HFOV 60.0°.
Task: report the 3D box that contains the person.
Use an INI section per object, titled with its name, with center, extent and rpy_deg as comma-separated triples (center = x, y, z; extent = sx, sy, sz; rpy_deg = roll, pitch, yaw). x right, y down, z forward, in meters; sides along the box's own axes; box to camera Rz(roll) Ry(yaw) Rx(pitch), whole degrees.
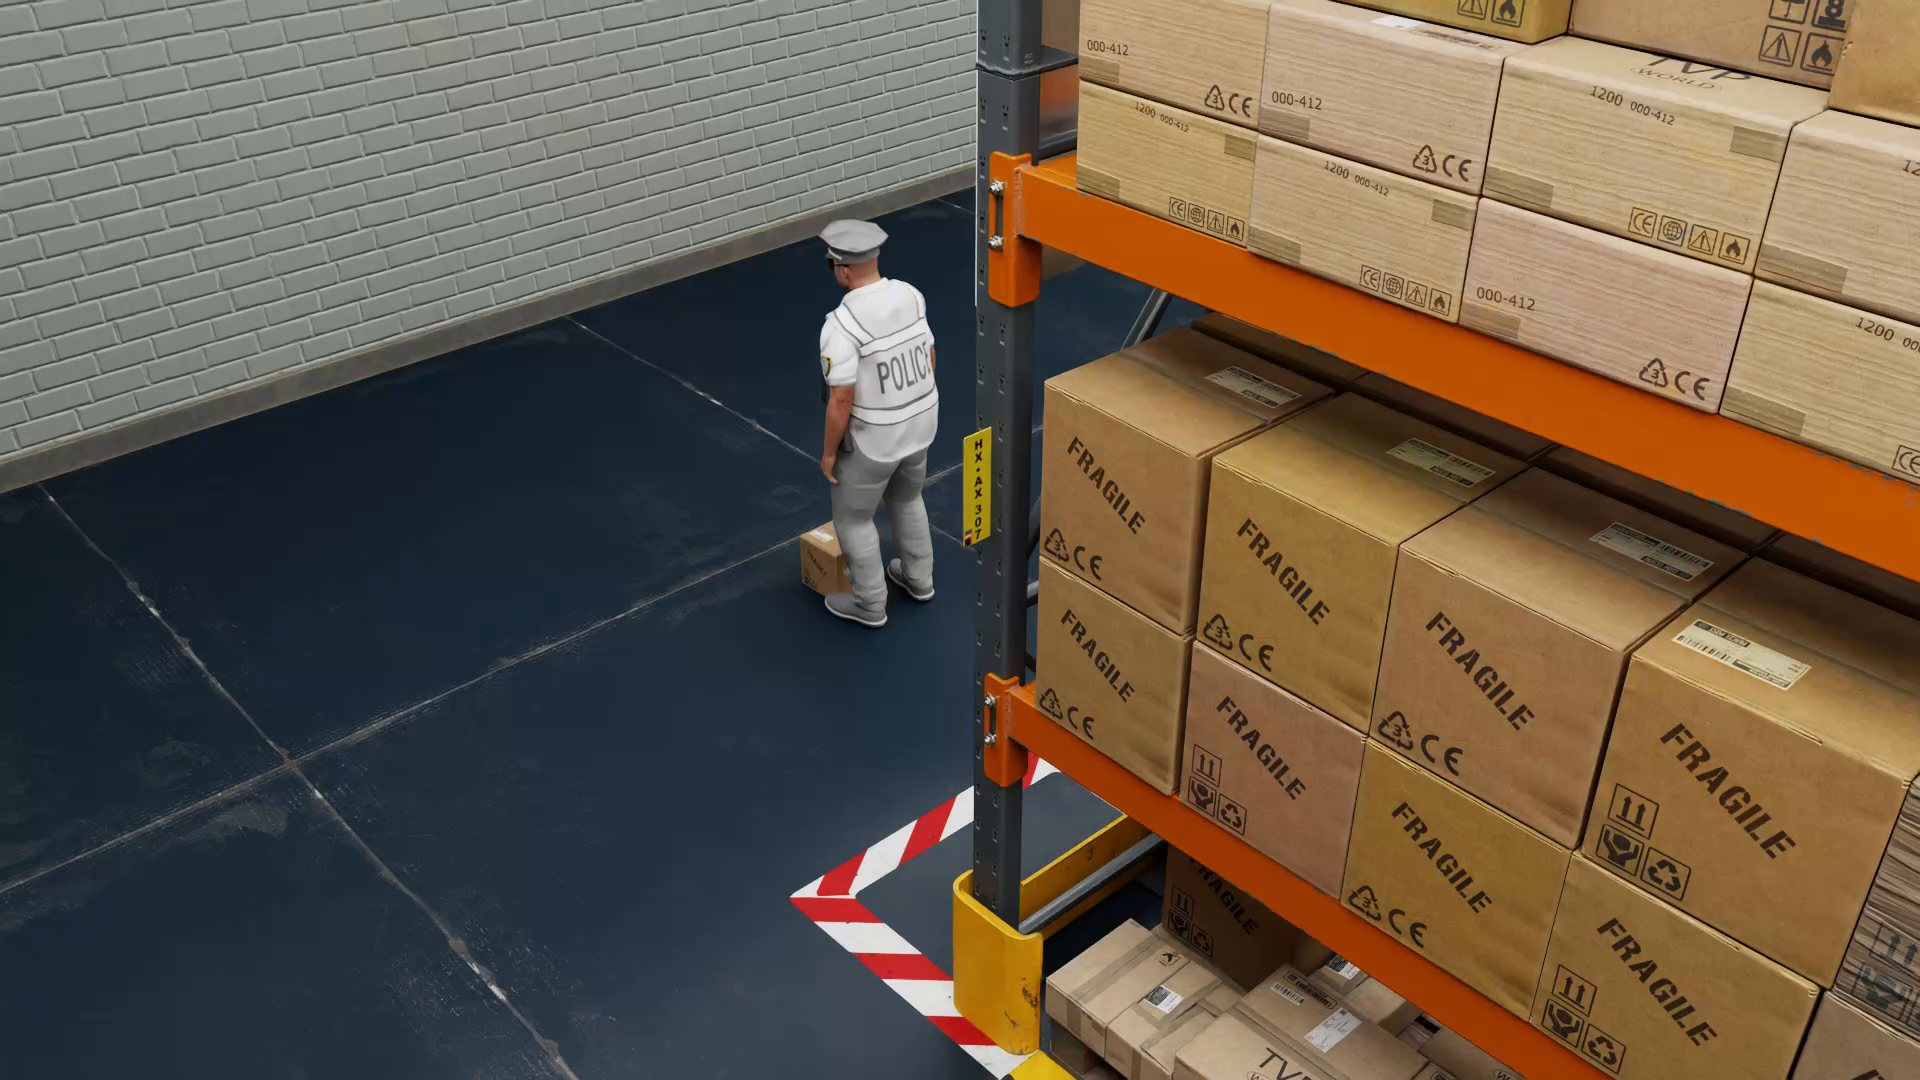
[person]
center = -0.330, -0.446, 6.856
extent = 0.436, 1.746, 0.593
rpy_deg = 27, 41, 37
